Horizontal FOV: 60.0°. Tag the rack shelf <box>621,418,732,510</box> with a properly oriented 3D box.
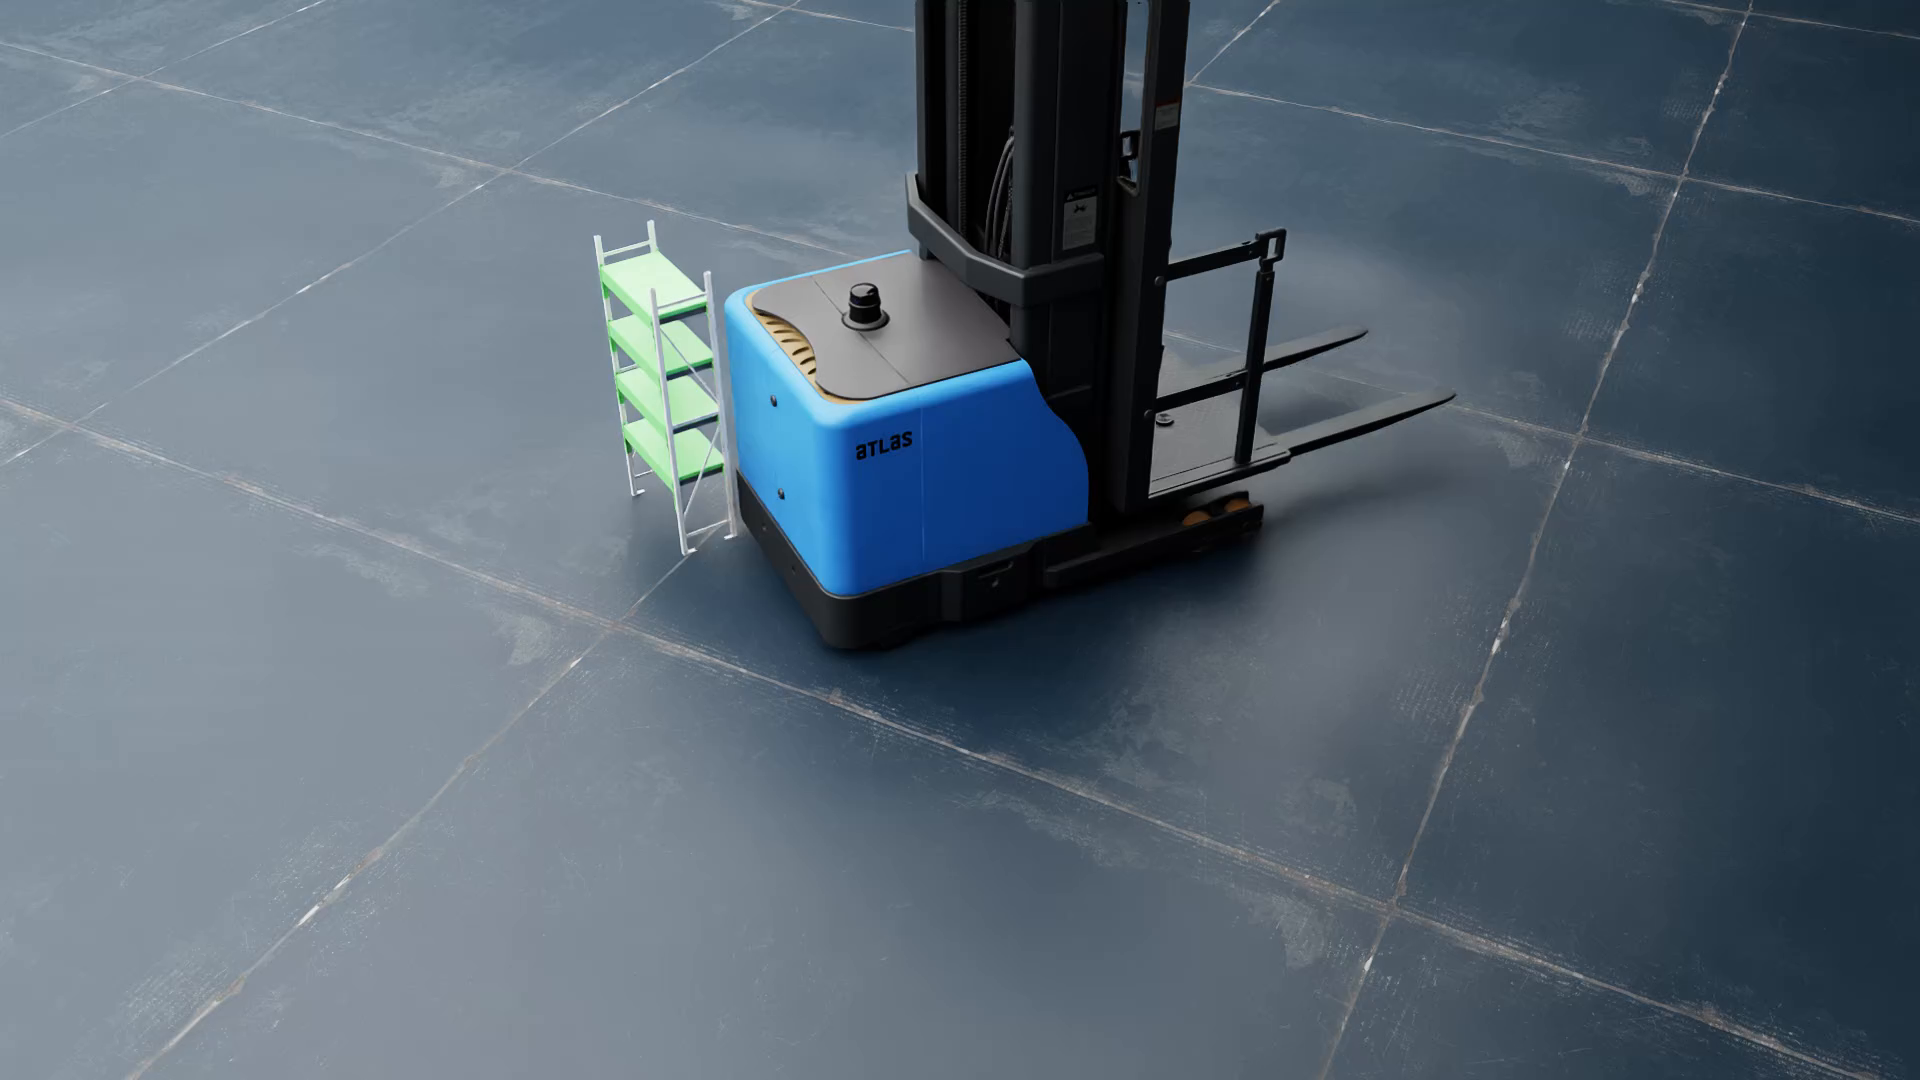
[{"bbox_3d":[-1.144,-0.339,6.707,0.258,0.148,0.480,-22,42,-26],"label":"rack shelf"}]

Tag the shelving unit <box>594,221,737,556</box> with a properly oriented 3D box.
[{"bbox_3d":[-1.144,-0.581,6.523,0.258,1.200,0.503,-22,42,-26],"label":"shelving unit"}]

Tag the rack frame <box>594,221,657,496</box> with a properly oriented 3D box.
[{"bbox_3d":[-1.277,-0.705,6.686,0.240,1.200,0.015,-22,42,-26],"label":"rack frame"}]

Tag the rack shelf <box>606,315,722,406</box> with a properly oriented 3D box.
[{"bbox_3d":[-1.144,-0.721,6.417,0.258,0.148,0.480,-22,42,-26],"label":"rack shelf"}]

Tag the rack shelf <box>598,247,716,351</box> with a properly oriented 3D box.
[{"bbox_3d":[-1.144,-0.913,6.272,0.258,0.148,0.480,-22,42,-26],"label":"rack shelf"}]

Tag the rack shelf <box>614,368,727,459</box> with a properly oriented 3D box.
[{"bbox_3d":[-1.144,-0.530,6.562,0.258,0.148,0.480,-22,42,-26],"label":"rack shelf"}]

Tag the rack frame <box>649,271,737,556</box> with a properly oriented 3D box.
[{"bbox_3d":[-1.011,-0.457,6.360,0.240,1.200,0.015,-22,42,-26],"label":"rack frame"}]

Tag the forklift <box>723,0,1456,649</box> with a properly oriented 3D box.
[{"bbox_3d":[0.655,-1.386,6.151,3.031,2.935,1.130,-17,40,-21],"label":"forklift"}]
